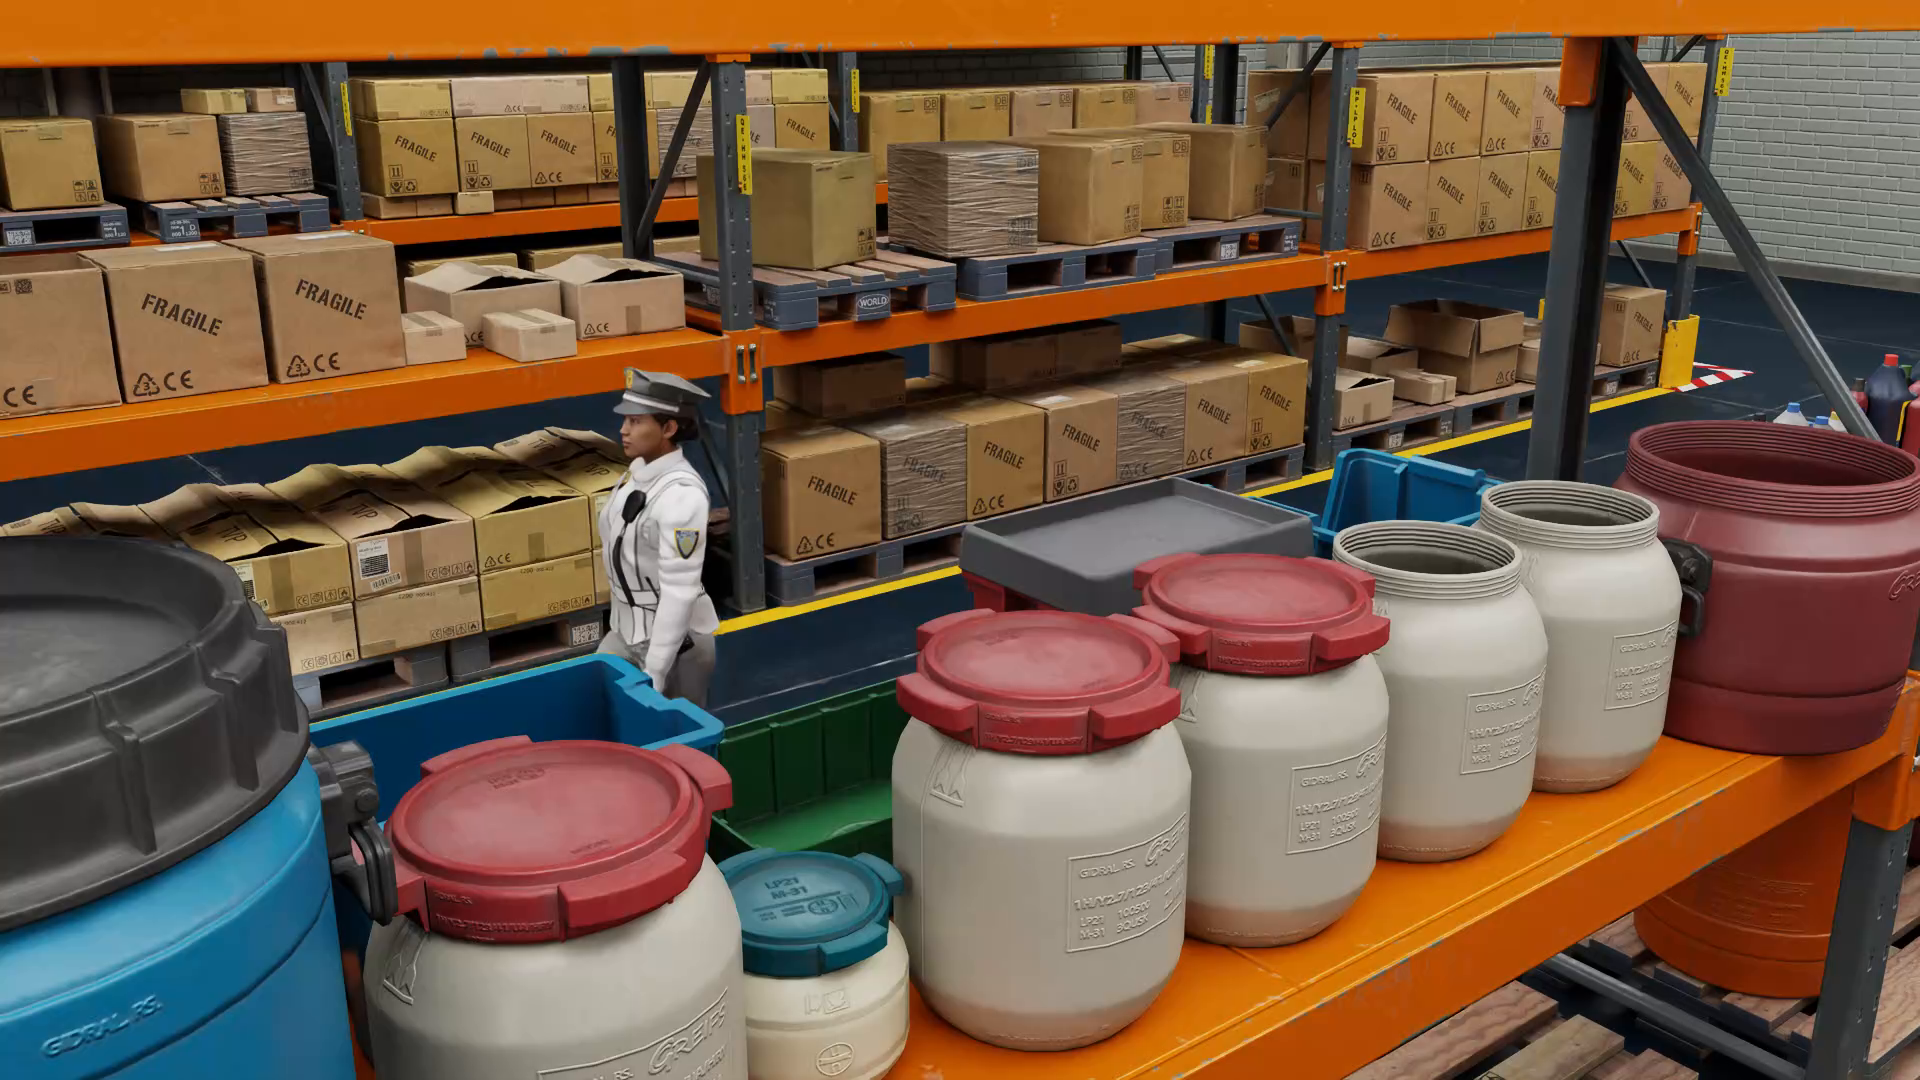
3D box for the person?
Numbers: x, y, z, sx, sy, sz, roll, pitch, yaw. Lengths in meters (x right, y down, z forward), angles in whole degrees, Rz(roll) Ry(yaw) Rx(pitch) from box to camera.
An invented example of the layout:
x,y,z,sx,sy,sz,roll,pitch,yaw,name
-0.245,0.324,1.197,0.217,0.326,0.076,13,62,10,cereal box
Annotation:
x,y,z,sx,sy,sz,roll,pitch,yaw,name
-0.925,0.332,4.948,0.448,1.726,0.515,-10,20,-28,person
